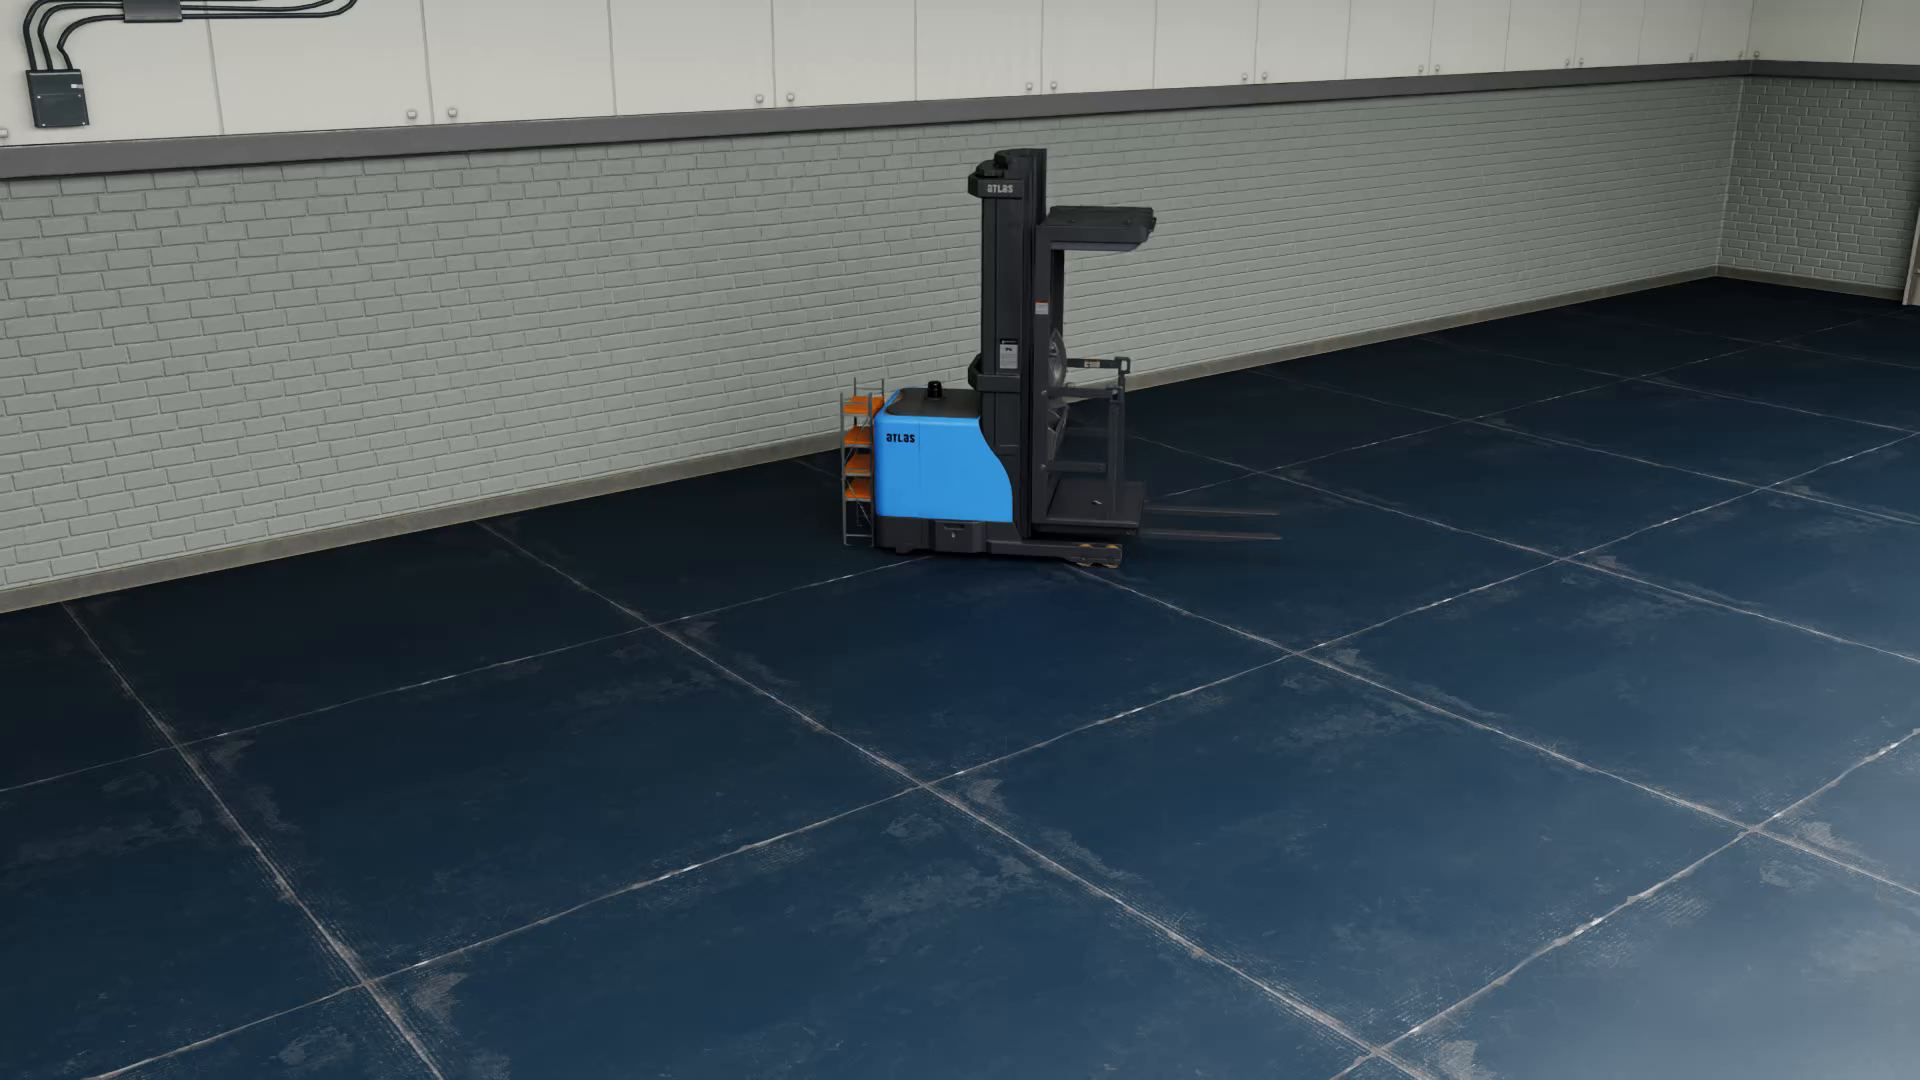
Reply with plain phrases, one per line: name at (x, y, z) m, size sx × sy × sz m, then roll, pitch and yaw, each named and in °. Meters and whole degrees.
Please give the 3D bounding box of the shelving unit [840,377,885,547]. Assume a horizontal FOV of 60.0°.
shelving unit at (-0.739, -0.602, 12.771) m, size 0.258 × 1.200 × 0.503 m, roll 3°, pitch 19°, yaw 8°

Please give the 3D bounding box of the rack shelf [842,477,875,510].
rack shelf at (-0.739, -0.350, 12.855) m, size 0.258 × 0.148 × 0.480 m, roll 3°, pitch 19°, yaw 8°

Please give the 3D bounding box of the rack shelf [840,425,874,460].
rack shelf at (-0.739, -0.750, 12.722) m, size 0.258 × 0.148 × 0.480 m, roll 3°, pitch 19°, yaw 8°

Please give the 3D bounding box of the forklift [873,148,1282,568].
forklift at (0.911, -1.364, 12.320) m, size 3.031 × 2.935 × 1.130 m, roll 3°, pitch 19°, yaw 8°

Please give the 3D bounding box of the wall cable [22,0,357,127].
wall cable at (-5.055, -5.740, 10.471) m, size 2.305 × 6.003 × 0.169 m, roll -14°, pitch 23°, yaw -36°

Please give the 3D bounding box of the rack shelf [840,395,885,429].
rack shelf at (-0.739, -0.975, 12.648) m, size 0.258 × 0.148 × 0.480 m, roll 3°, pitch 19°, yaw 8°

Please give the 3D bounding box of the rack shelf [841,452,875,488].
rack shelf at (-0.739, -0.538, 12.793) m, size 0.258 × 0.148 × 0.480 m, roll 3°, pitch 19°, yaw 8°

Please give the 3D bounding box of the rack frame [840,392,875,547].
rack frame at (-0.774, -0.526, 12.542) m, size 0.240 × 1.200 × 0.015 m, roll 3°, pitch 19°, yaw 8°

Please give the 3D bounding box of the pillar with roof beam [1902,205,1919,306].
pillar with roof beam at (9.604, -6.600, 18.479) m, size 9.100 × 9.000 × 0.400 m, roll -14°, pitch 23°, yaw -36°

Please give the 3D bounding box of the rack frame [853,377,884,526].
rack frame at (-0.703, -0.678, 13.001) m, size 0.240 × 1.200 × 0.015 m, roll 3°, pitch 19°, yaw 8°
